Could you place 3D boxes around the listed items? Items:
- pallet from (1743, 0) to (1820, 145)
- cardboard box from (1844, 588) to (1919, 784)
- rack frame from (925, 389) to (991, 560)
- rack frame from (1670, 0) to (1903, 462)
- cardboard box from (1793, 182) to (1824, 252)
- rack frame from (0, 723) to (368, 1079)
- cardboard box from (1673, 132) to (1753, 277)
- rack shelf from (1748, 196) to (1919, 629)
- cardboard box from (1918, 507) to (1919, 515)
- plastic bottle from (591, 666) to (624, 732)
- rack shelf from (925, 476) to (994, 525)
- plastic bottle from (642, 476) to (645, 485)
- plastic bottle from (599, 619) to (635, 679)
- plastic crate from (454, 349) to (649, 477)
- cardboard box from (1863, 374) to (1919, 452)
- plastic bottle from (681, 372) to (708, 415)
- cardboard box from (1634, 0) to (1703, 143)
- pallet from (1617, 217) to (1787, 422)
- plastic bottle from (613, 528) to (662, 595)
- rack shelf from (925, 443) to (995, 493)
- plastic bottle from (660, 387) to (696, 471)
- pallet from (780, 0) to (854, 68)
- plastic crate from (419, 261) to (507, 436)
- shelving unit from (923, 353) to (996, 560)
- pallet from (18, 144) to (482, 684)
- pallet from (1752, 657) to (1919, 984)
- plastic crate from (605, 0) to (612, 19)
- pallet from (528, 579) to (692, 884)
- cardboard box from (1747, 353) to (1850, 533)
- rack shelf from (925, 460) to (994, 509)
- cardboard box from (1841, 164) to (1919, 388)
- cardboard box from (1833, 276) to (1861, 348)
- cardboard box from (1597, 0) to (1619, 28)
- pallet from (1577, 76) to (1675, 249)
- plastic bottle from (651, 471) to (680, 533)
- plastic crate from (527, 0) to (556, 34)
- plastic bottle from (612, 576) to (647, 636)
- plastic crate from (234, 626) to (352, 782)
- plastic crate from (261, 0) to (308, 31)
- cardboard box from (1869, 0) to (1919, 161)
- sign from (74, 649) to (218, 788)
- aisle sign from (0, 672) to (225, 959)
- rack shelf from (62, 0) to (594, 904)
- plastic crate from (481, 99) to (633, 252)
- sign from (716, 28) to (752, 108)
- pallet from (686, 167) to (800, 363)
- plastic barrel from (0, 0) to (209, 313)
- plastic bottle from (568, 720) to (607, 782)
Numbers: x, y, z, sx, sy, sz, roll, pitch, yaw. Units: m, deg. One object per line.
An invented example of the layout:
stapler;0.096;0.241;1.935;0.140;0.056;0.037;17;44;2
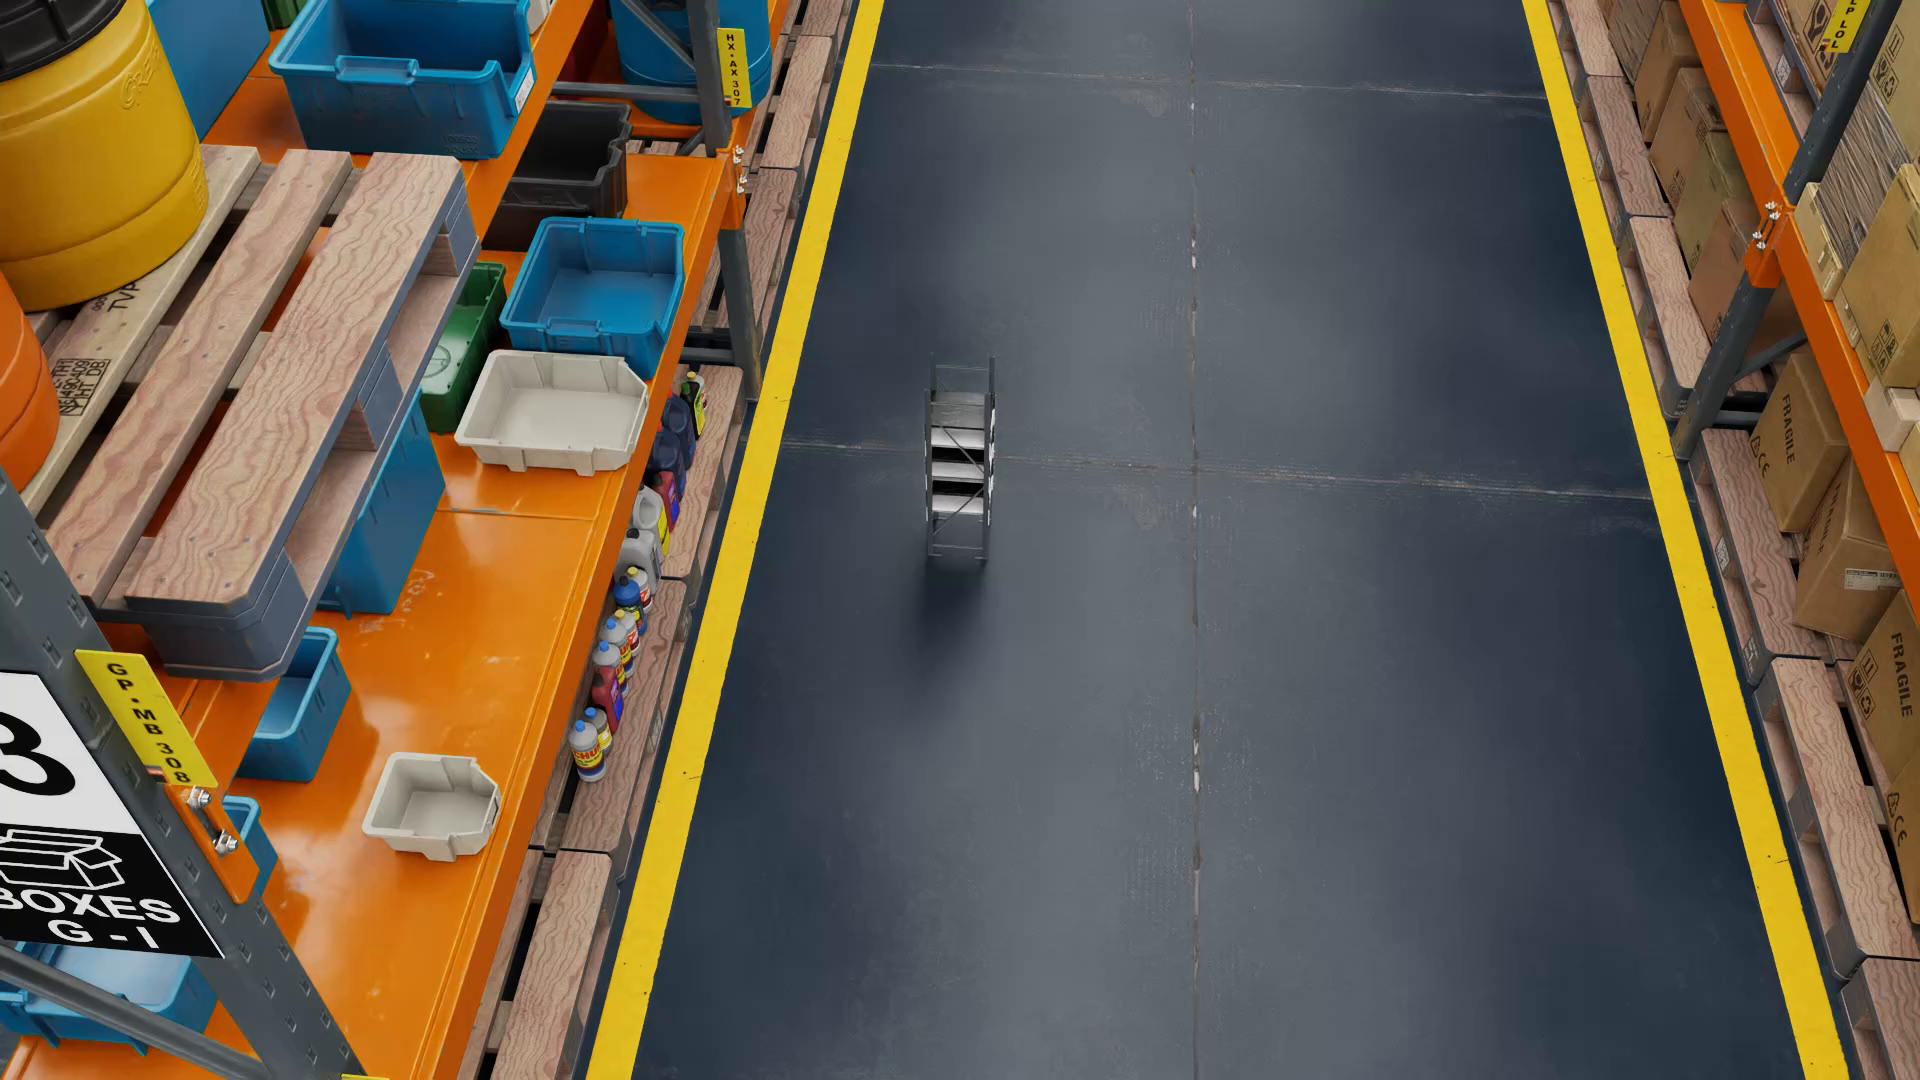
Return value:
pallet;3.766;-1.849;6.565;1.003;0.211;1.213;4;48;4
cardboard box;3.452;0.514;5.683;0.500;0.500;0.500;0;48;0
rack frame;-0.009;-0.235;6.381;0.240;0.900;0.006;4;48;4
rack frame;3.551;-1.362;5.989;1.000;3.000;0.127;4;48;4
cardboard box;3.232;-1.140;5.956;0.380;0.149;0.250;4;48;4
rack frame;-1.746;1.244;3.605;1.000;3.000;0.127;4;48;4
cardboard box;3.691;-1.466;7.480;0.700;0.500;0.500;4;48;3
rack shelf;3.369;0.350;4.910;1.077;0.370;4.000;4;48;4
cardboard box;3.109;-0.037;4.947;0.380;0.149;0.250;4;48;4
plastic bottle;-1.231;0.536;5.796;0.061;0.283;0.133;5;48;4
rack shelf;0.001;-0.166;6.607;0.258;0.077;0.200;4;48;4
plastic bottle;-1.320;-0.282;6.549;0.152;0.276;0.135;4;48;4
plastic bottle;-1.230;0.380;5.947;0.097;0.271;0.097;0;48;0
plastic crate;-1.277;-0.396;5.284;0.530;0.136;0.437;4;48;4
cardboard box;3.124;-0.406;5.285;0.380;0.149;0.250;4;48;4
plastic bottle;-1.104;-0.612;6.901;0.097;0.201;0.097;0;48;0
cardboard box;3.792;-2.287;8.231;0.700;0.500;0.500;7;48;7
pallet;3.621;-0.993;7.541;1.003;0.211;1.213;4;48;4
plastic bottle;-1.219;0.066;6.231;0.152;0.276;0.135;5;48;4
rack shelf;0.001;-0.287;6.474;0.258;0.077;0.200;4;48;4
plastic bottle;-1.153;-0.457;6.658;0.144;0.351;0.185;3;48;2
pallet;-1.126;-3.127;9.493;1.003;0.211;1.213;4;48;4
plastic crate;-1.786;-0.645;5.477;0.450;0.188;0.662;4;48;4
shelving unit;0.001;-0.310;6.449;0.258;0.900;0.210;4;48;4
pallet;-1.573;-0.306;3.118;1.003;0.211;1.213;4;48;4
pallet;3.417;0.974;5.742;1.003;0.211;1.213;4;48;4
plastic crate;-1.590;-2.521;7.060;0.392;0.384;0.575;4;48;4
pallet;-1.592;0.635;6.052;1.003;0.211;1.213;4;48;4
cardboard box;3.475;-0.369;6.490;0.500;0.500;0.500;3;48;2
rack shelf;0.001;-0.226;6.540;0.258;0.077;0.200;4;48;4
cardboard box;3.368;-0.805;5.210;0.875;0.500;0.500;4;48;4
cardboard box;3.201;-0.771;5.619;0.380;0.149;0.250;4;48;4
cardboard box;3.875;-3.113;8.986;0.700;0.500;0.500;2;48;1
pallet;3.729;-1.892;8.364;1.003;0.211;1.213;4;48;4
plastic bottle;-1.144;-0.171;6.442;0.061;0.283;0.133;7;48;6
plastic crate;-1.125;-1.412;4.181;0.243;0.136;0.396;4;48;4
plastic bottle;-1.211;0.231;6.083;0.097;0.271;0.097;0;48;0
plastic crate;-1.933;0.430;4.451;0.499;0.251;0.408;4;48;4
plastic crate;-1.796;-1.495;4.221;0.336;0.188;0.450;4;48;4
cardboard box;3.257;-1.520;5.187;0.500;0.500;0.500;4;48;4
sign;-1.198;0.269;2.458;0.100;0.325;0.005;4;48;4
aisle sign;-1.461;0.439;2.580;0.394;0.787;0.004;4;48;4
rack shelf;-1.563;-0.995;4.108;1.077;0.370;4.000;4;48;4
plastic crate;-1.556;-1.298;5.973;0.767;0.338;0.504;4;48;4
sign;-0.834;-1.744;6.150;0.100;0.325;0.005;4;48;4
pallet;-1.348;-1.334;7.853;1.003;0.211;1.213;4;48;4
plastic barrel;-1.768;-0.820;3.048;0.600;0.588;0.600;0;48;0
plastic bottle;-1.270;0.705;5.649;0.097;0.271;0.097;0;48;0
